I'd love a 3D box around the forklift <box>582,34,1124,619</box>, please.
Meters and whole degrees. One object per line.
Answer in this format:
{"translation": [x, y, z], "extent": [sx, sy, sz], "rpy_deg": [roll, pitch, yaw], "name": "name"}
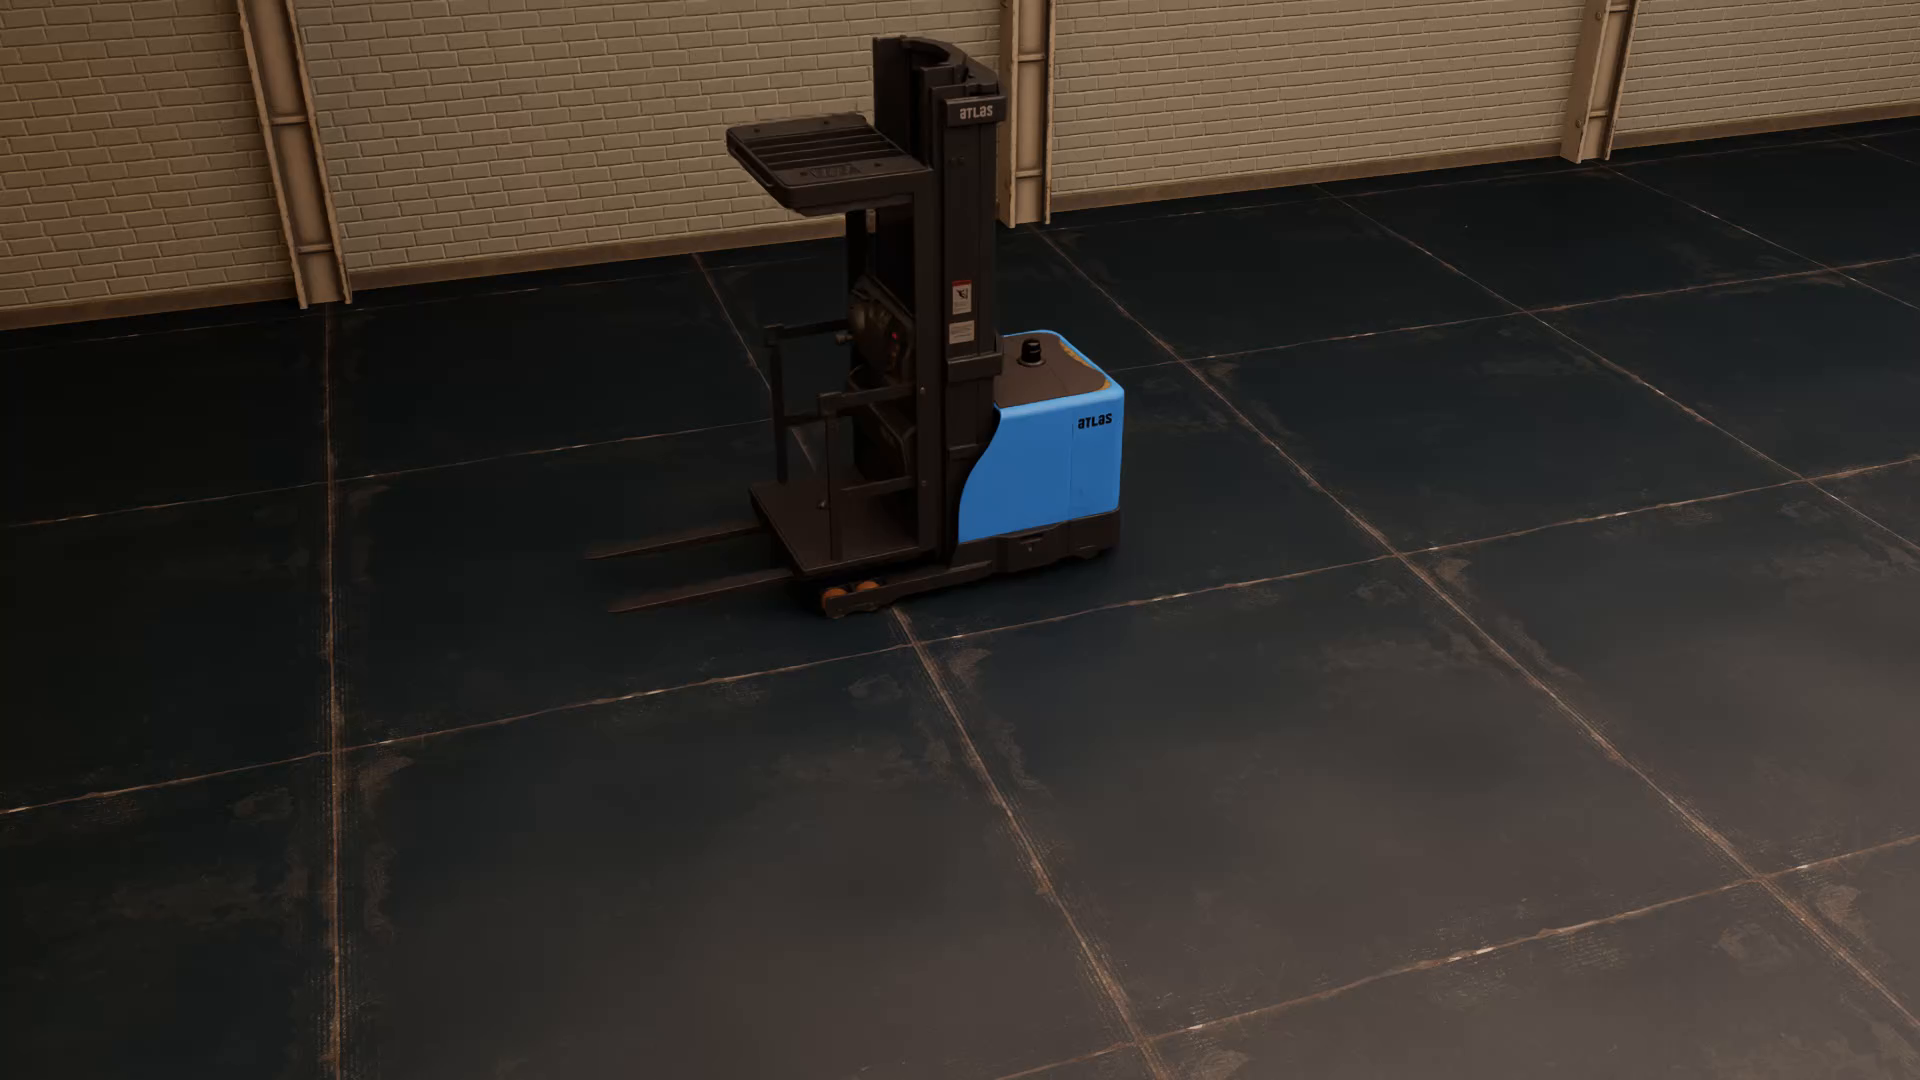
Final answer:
{"translation": [-0.622, -1.132, 9.055], "extent": [3.031, 2.935, 1.130], "rpy_deg": [-12, 32, -19], "name": "forklift"}
